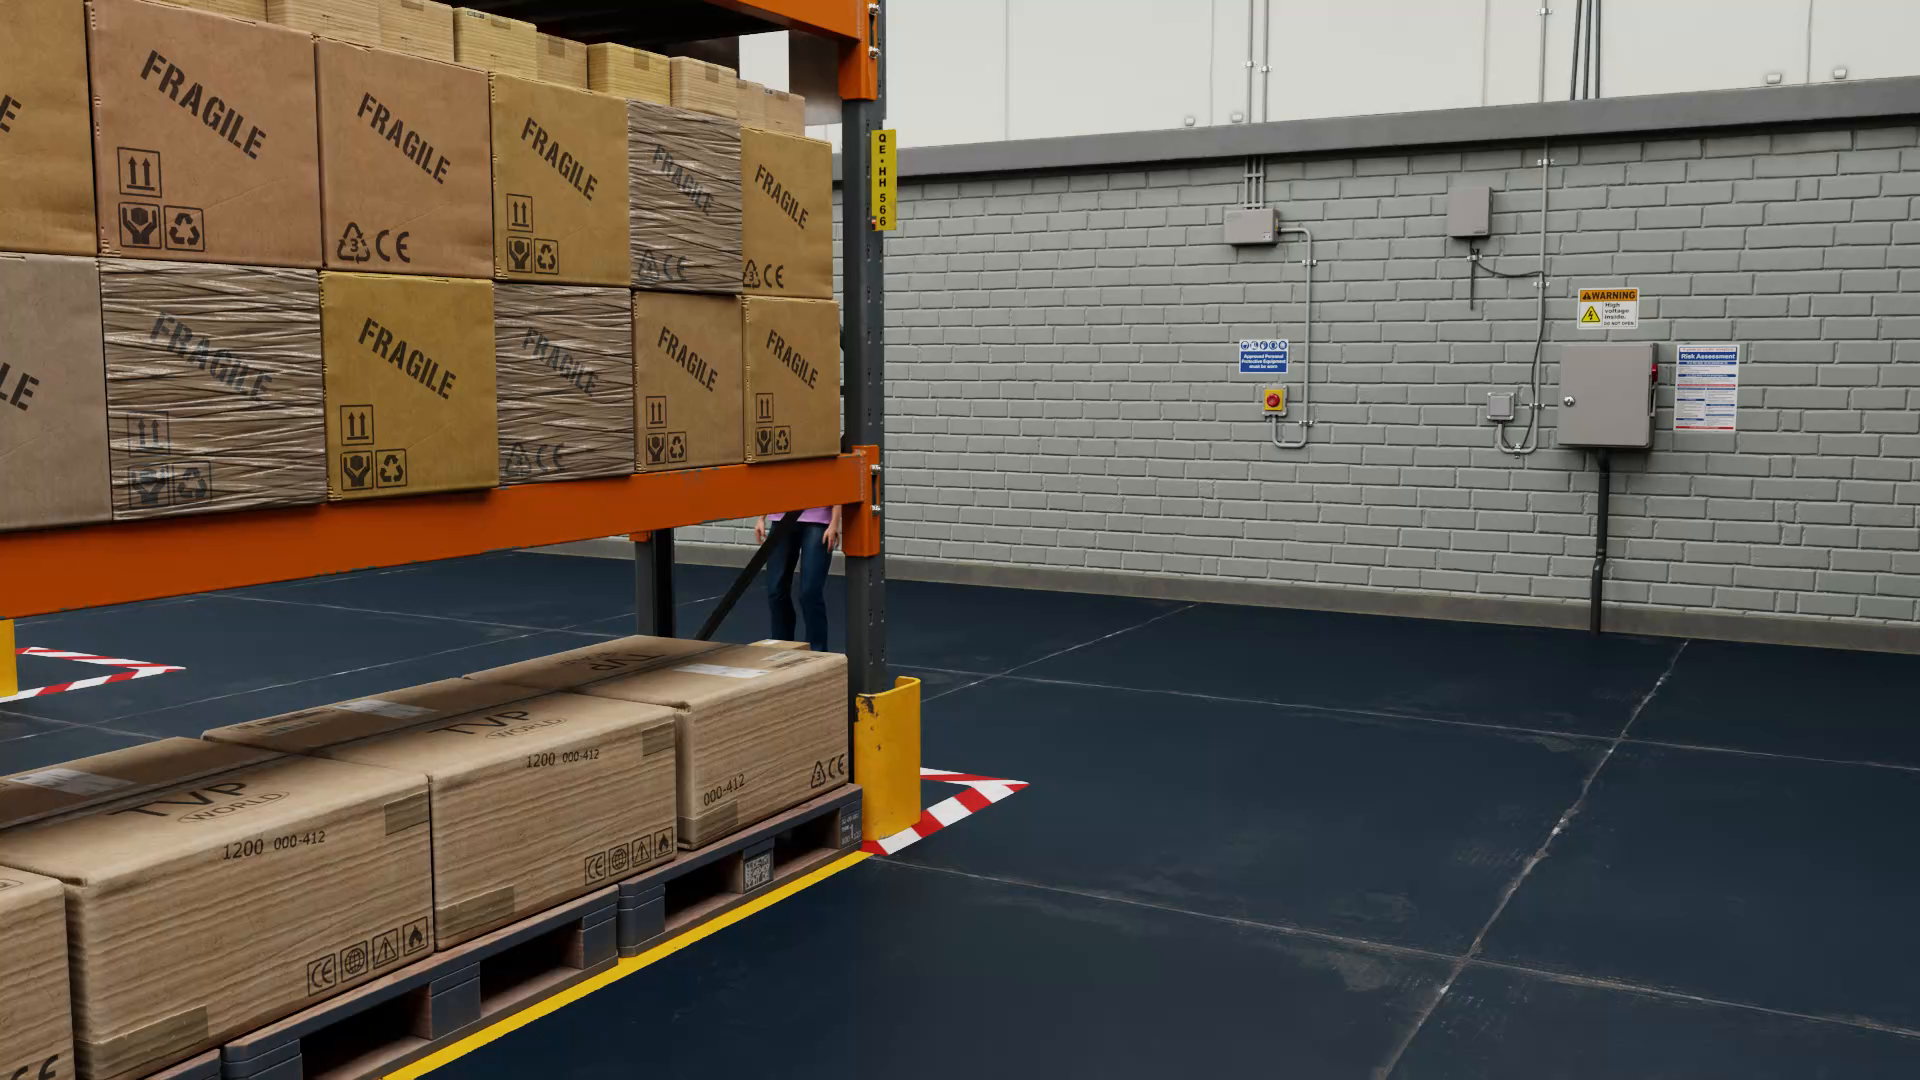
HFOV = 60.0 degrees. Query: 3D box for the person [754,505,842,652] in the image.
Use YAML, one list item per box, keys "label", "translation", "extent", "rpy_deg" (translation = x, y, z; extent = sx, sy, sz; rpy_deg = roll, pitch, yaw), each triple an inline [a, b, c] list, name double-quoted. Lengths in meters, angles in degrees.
- label: "person"
  translation: [-0.788, -0.061, 8.128]
  extent: [0.481, 1.593, 0.368]
  rpy_deg: [3, 7, 26]
